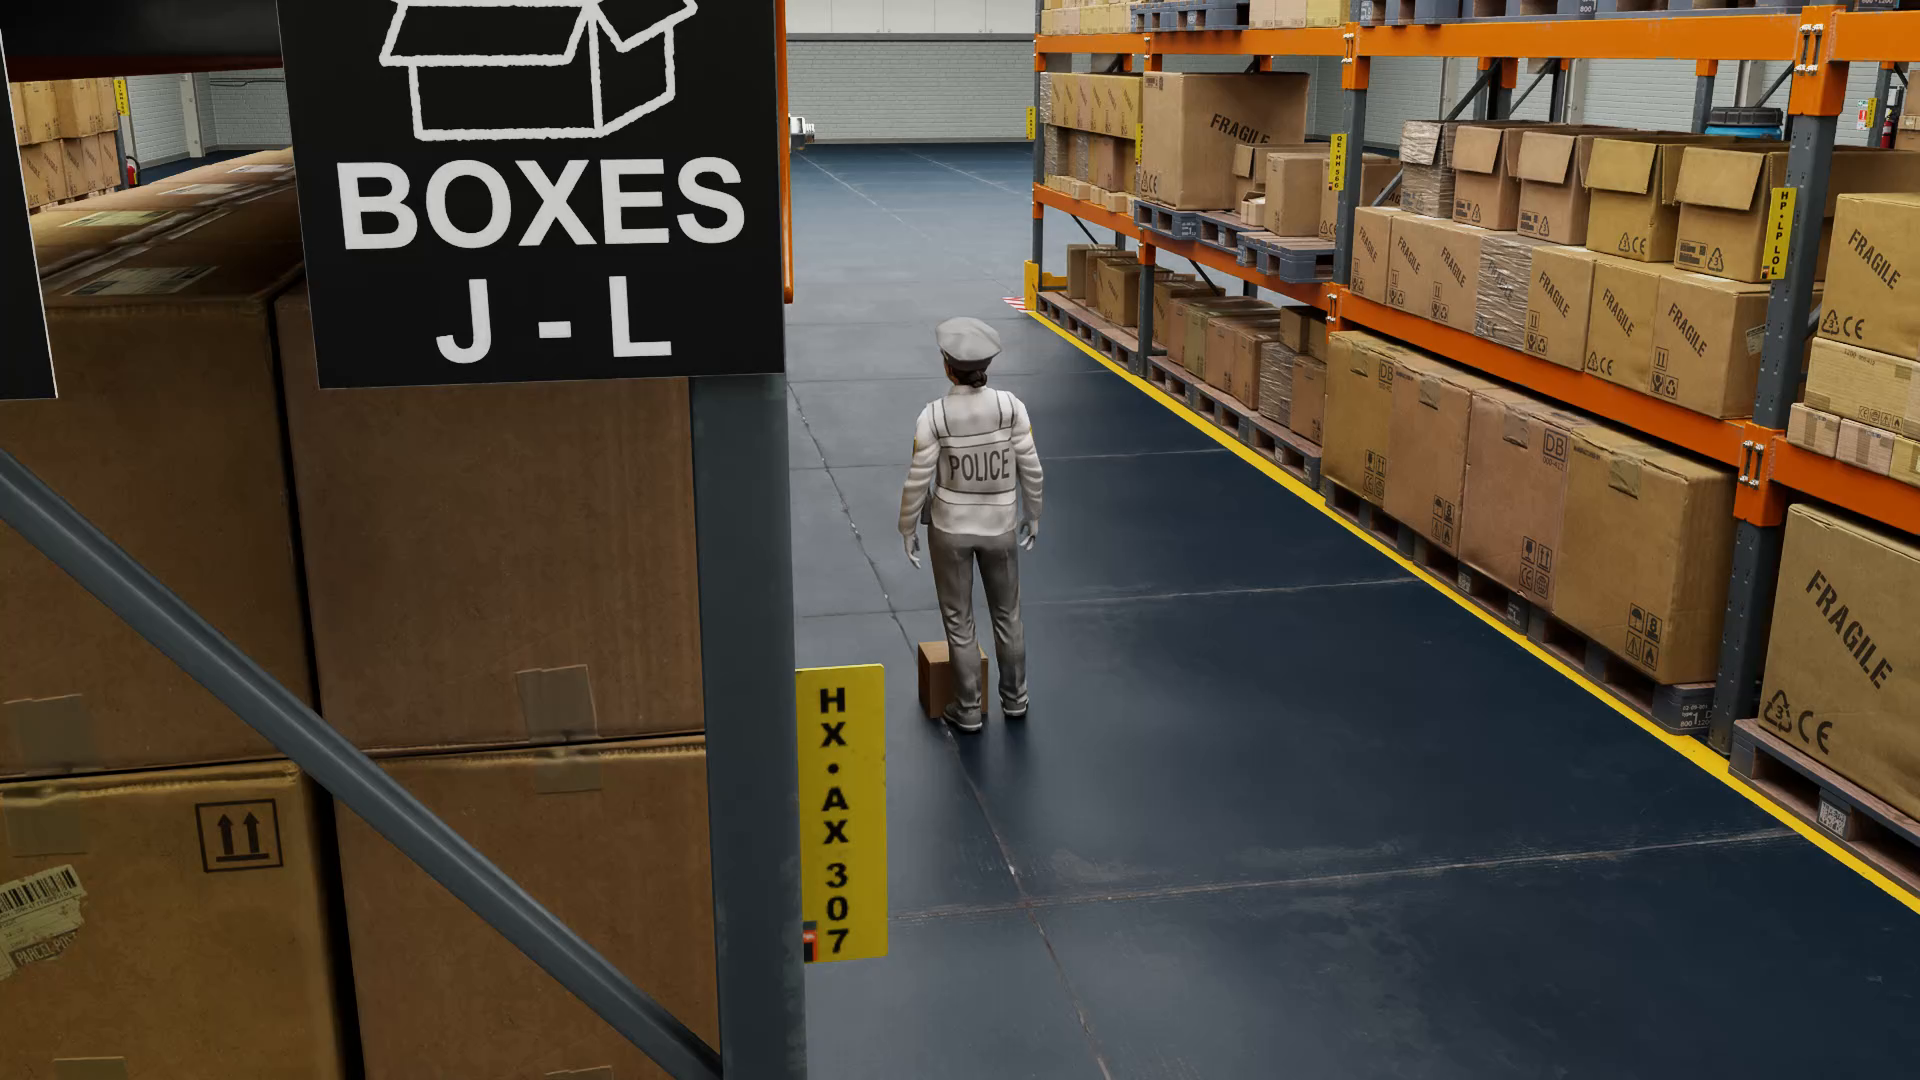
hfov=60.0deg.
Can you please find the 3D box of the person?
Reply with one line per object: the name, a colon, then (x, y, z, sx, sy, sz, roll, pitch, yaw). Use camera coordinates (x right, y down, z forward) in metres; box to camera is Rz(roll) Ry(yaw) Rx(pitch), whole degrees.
person: (0.038, -0.060, 6.647, 0.586, 1.694, 0.532, -3, 17, -11)
